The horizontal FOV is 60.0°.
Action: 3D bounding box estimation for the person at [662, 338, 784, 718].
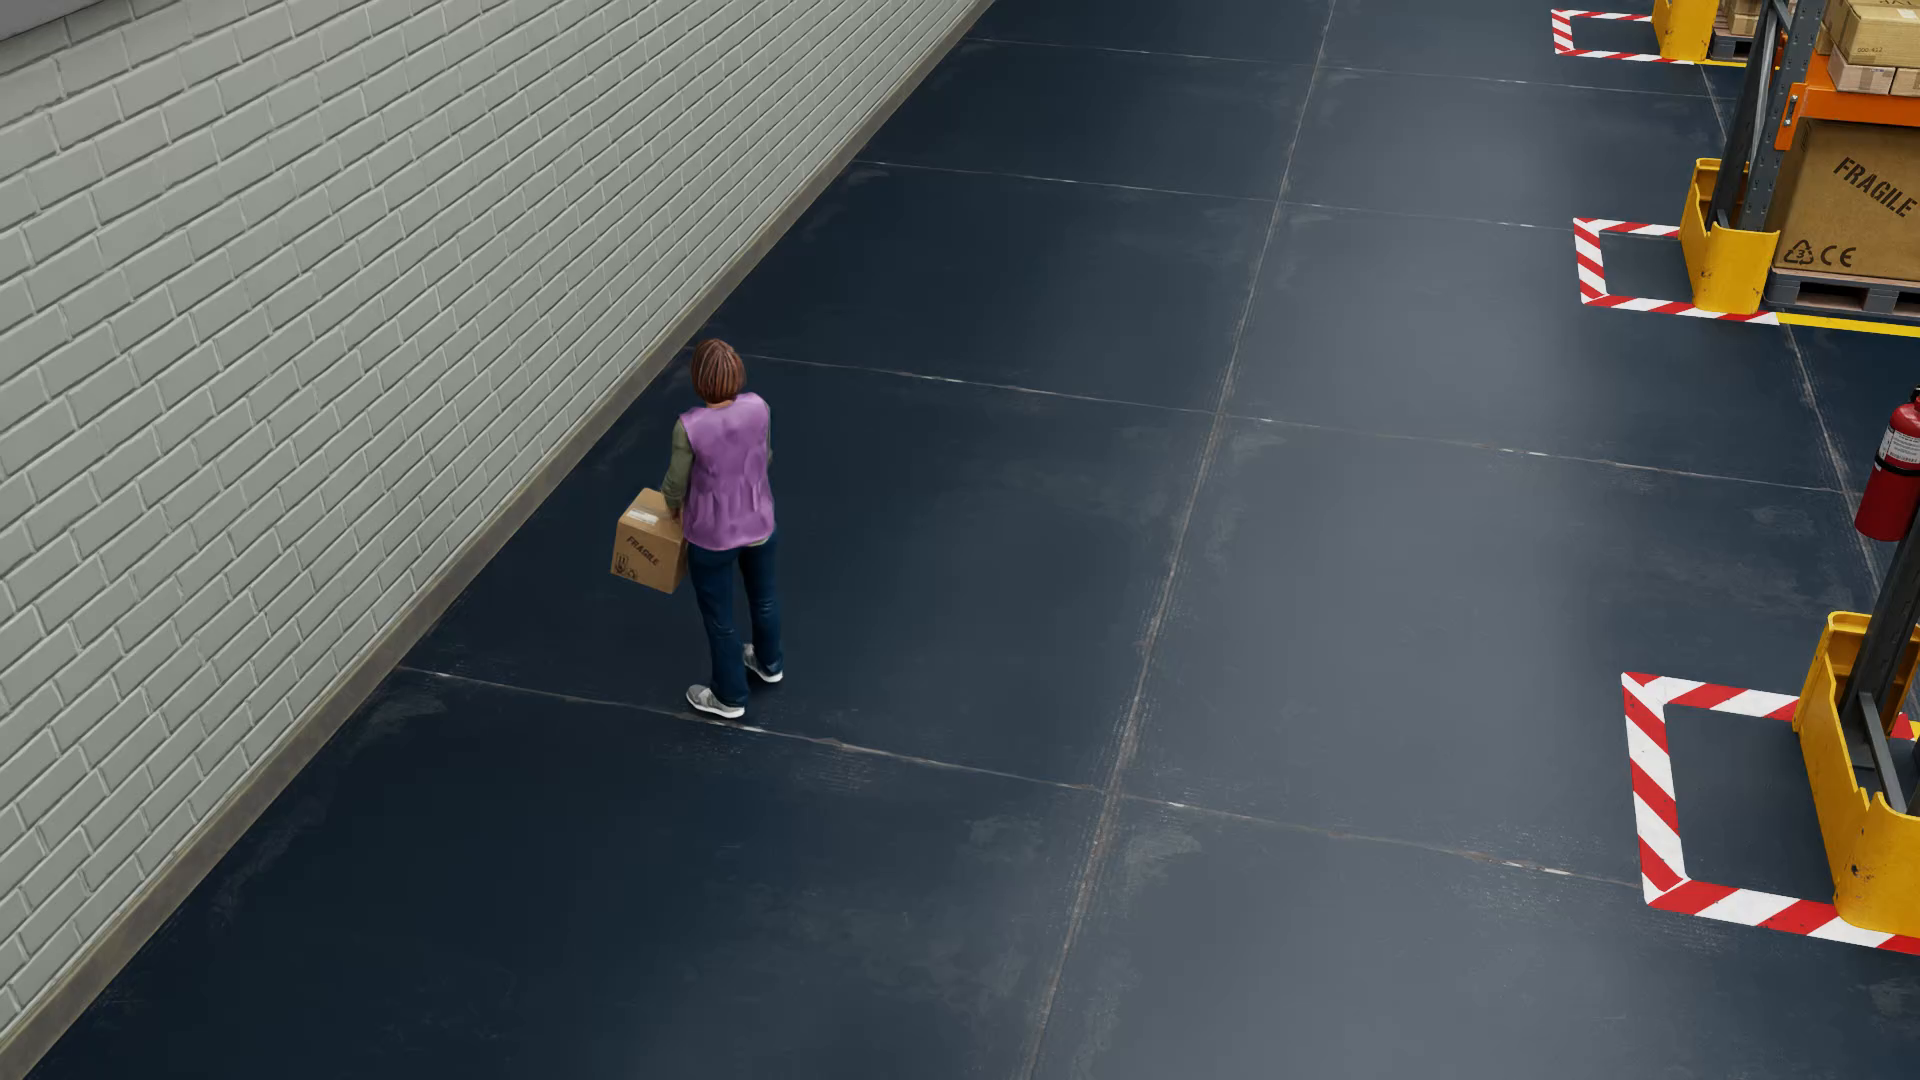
[{"bbox_3d":[-0.897,-0.060,6.216,0.433,1.604,0.437,-18,37,-25],"label":"person"}]
